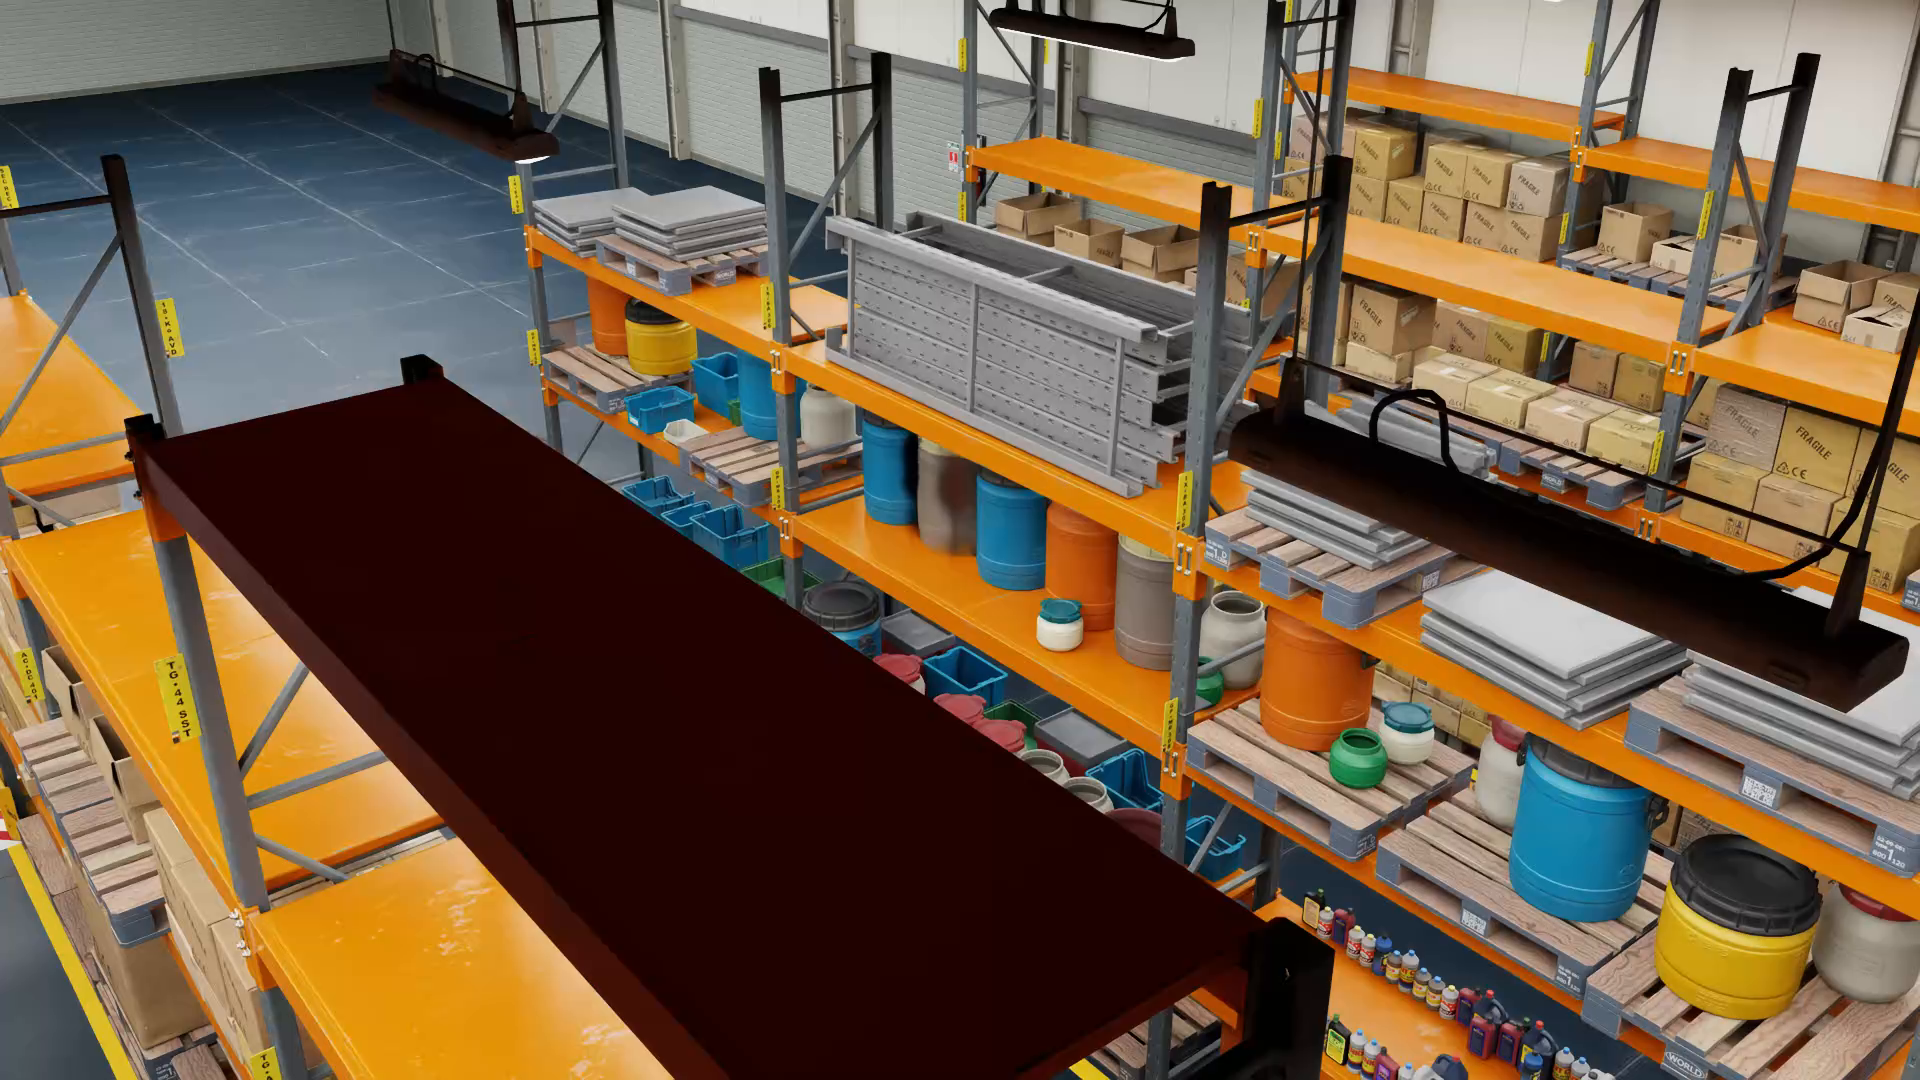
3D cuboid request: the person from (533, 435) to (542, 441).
[{"bbox_3d":[-4.154,-0.253,16.861,0.507,1.687,0.508,21,33,36],"label":"person"}]
